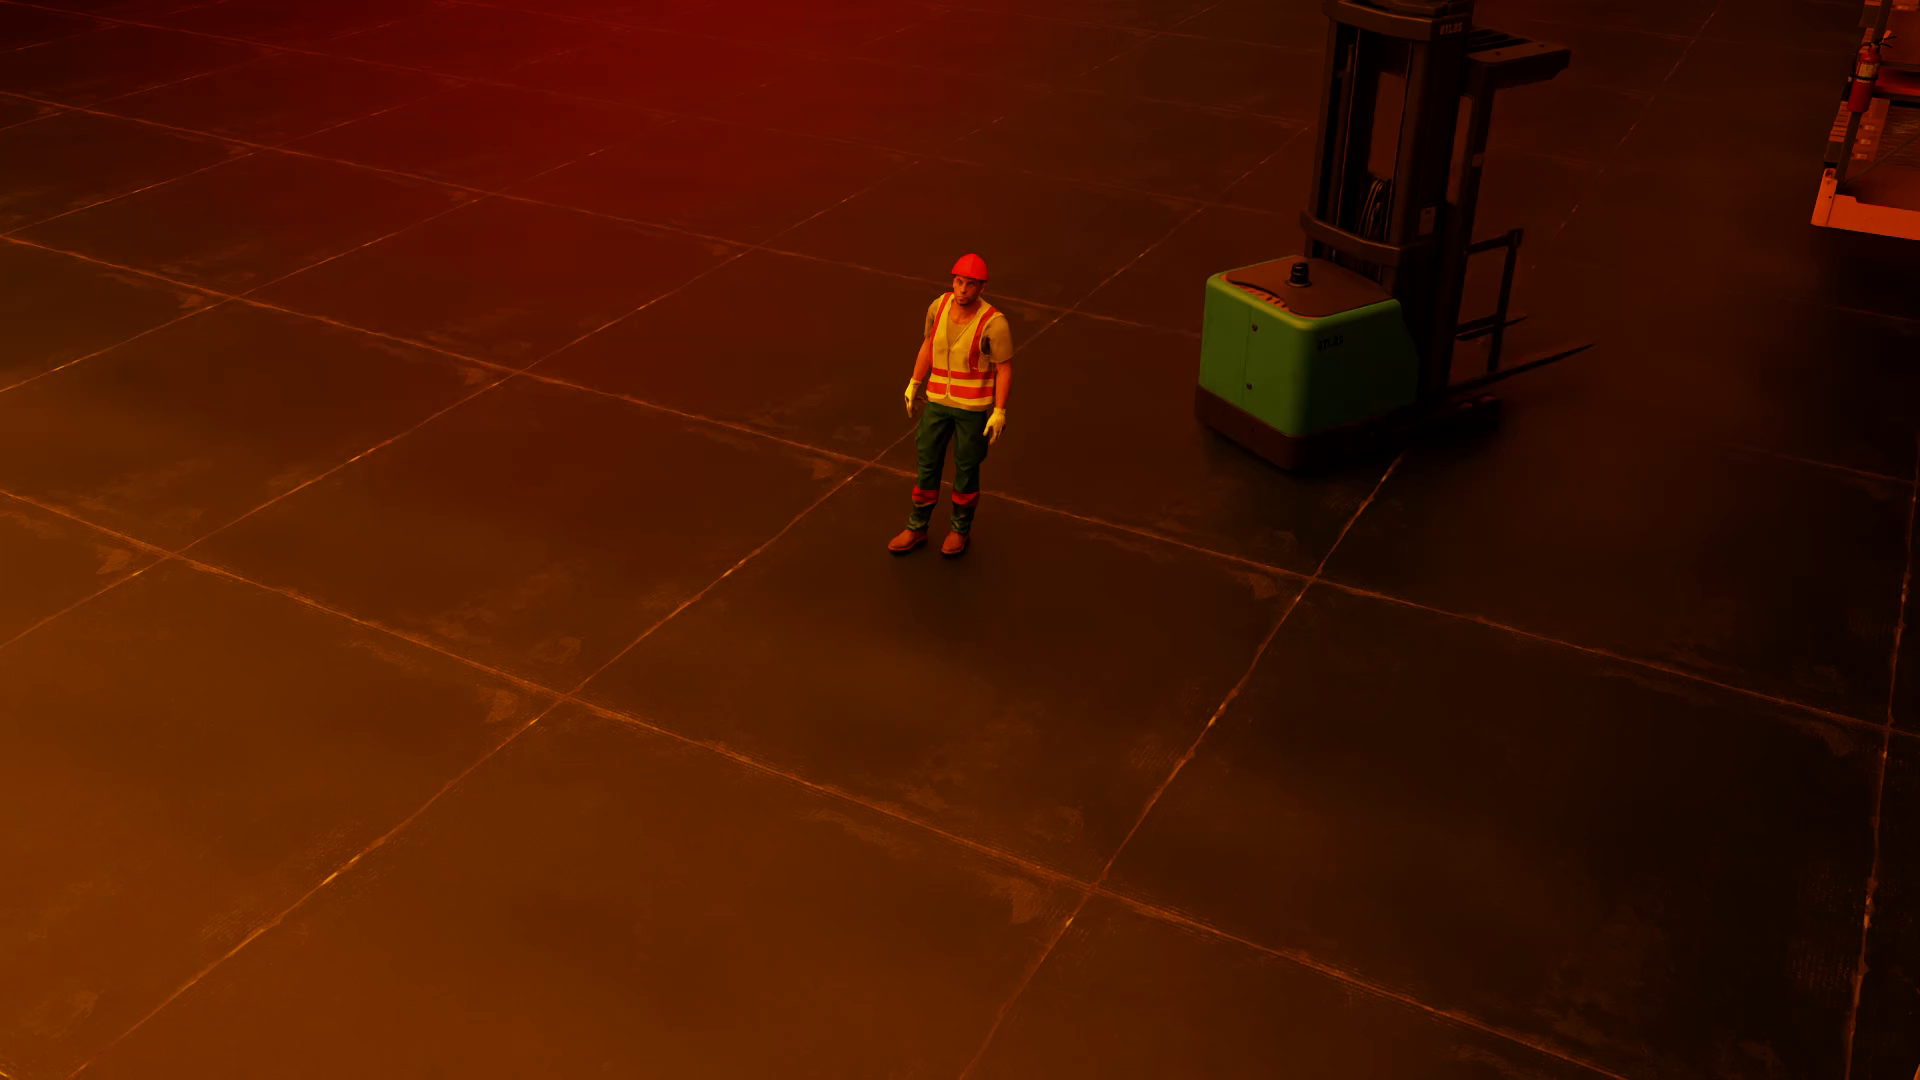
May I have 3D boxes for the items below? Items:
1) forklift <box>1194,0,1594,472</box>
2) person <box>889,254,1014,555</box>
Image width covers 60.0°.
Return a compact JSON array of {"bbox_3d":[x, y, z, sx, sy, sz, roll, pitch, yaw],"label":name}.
[{"bbox_3d":[3.119,-2.248,10.966,3.031,2.935,1.130,-17,34,-27],"label":"forklift"},{"bbox_3d":[-0.050,-0.749,9.497,0.637,1.787,0.564,15,33,25],"label":"person"}]
